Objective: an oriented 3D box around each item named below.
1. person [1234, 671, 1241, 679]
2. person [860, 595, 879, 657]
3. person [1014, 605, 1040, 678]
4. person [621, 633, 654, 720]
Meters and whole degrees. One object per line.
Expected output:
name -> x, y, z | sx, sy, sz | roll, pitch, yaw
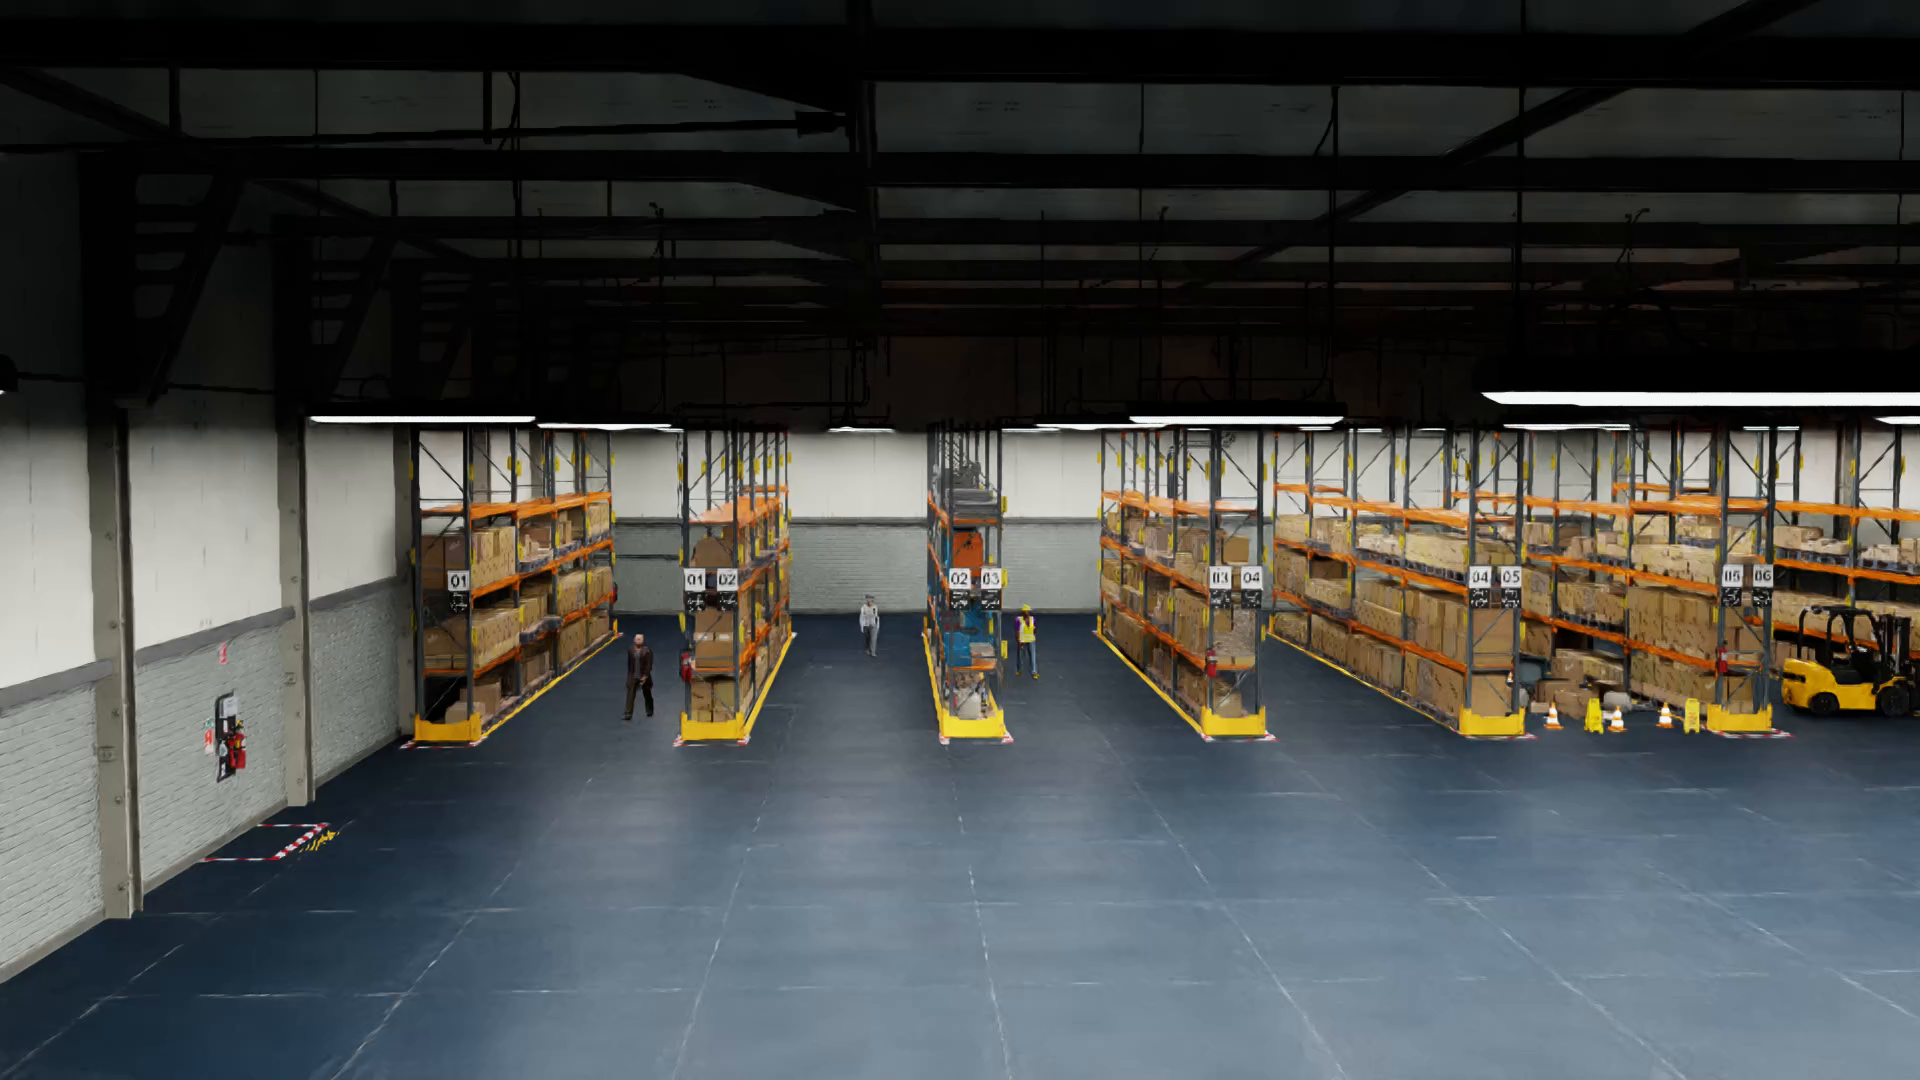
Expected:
person -> 6.541, 2.458, 38.920 | 0.439, 1.512, 1.091 | 0, 4, -5
person -> -2.324, 2.178, 42.658 | 0.495, 1.583, 1.086 | 0, 4, 0
person -> 1.543, 2.365, 38.979 | 0.571, 1.708, 1.035 | -1, 4, -11
person -> -6.405, 2.718, 33.248 | 0.575, 1.714, 1.104 | 0, 4, 7
